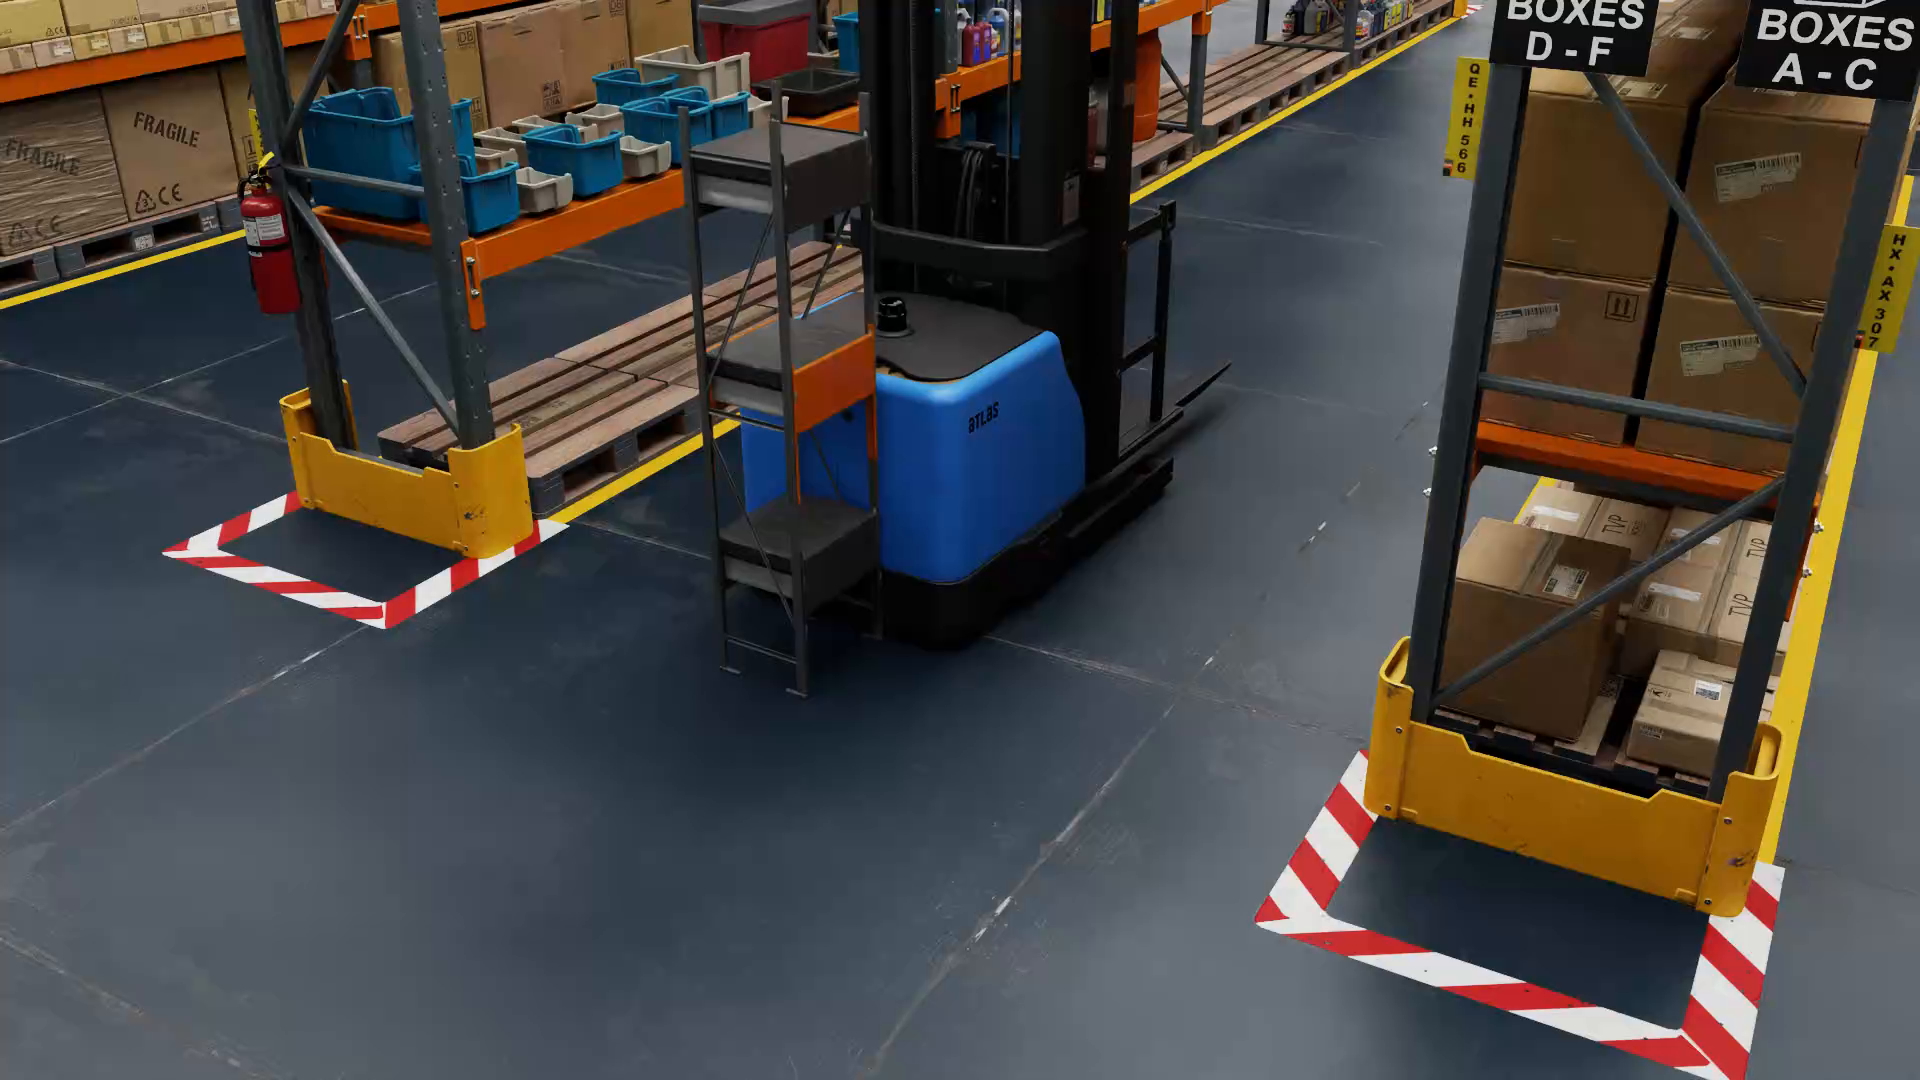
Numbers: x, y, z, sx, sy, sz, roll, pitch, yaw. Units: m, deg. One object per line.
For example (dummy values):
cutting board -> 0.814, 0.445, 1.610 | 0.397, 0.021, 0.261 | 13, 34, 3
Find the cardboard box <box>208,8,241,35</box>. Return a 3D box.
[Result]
cardboard box -> -5.033, -3.502, 11.175 | 0.380, 0.149, 0.250 | 15, 30, 27

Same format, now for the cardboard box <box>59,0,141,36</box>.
cardboard box -> -5.533, -3.344, 10.414 | 0.500, 0.250, 0.500 | 14, 30, 25

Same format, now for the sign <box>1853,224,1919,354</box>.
sign -> 2.339, -0.632, 4.194 | 0.100, 0.325, 0.005 | 14, 30, 26

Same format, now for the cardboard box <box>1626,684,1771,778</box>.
cardboard box -> 2.372, 0.627, 5.341 | 0.380, 0.149, 0.250 | 14, 30, 26

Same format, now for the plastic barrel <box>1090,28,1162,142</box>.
plastic barrel -> 1.265, -3.597, 13.040 | 0.600, 0.830, 0.708 | 14, 30, 26

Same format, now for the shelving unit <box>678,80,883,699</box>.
shelving unit -> -0.604, -0.499, 5.901 | 0.431, 2.100, 0.503 | 15, 30, 28

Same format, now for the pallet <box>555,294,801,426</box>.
pallet -> -1.404, -0.996, 9.003 | 1.003, 0.211, 1.213 | 14, 30, 26

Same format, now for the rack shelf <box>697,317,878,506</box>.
rack shelf -> -0.604, -0.487, 5.907 | 0.431, 0.518, 0.480 | 15, 30, 28

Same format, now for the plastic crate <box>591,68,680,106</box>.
plastic crate -> -1.657, -2.265, 8.544 | 0.416, 0.233, 0.300 | 14, 30, 26

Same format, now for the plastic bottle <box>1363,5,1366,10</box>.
plastic bottle -> 4.184, -5.416, 17.275 | 0.097, 0.271, 0.097 | 0, 27, 0

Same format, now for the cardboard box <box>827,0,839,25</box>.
cardboard box -> -1.700, -5.668, 17.523 | 0.700, 0.500, 0.500 | 12, 29, 22

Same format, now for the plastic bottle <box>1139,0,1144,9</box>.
plastic bottle -> 1.286, -3.982, 11.998 | 0.097, 0.271, 0.097 | 0, 27, 0

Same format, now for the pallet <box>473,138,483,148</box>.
pallet -> -4.475, -3.176, 13.359 | 1.003, 0.211, 1.213 | 14, 30, 26

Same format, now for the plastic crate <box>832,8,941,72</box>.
plastic crate -> -0.409, -2.778, 9.399 | 0.392, 0.384, 0.575 | 14, 30, 26

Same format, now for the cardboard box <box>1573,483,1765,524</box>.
cardboard box -> 2.914, -0.270, 6.736 | 0.797, 0.503, 0.637 | 14, 30, 26

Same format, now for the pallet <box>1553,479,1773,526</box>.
pallet -> 2.896, 0.069, 6.877 | 1.003, 0.211, 1.213 | 14, 30, 26

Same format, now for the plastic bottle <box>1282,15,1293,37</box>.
plastic bottle -> 3.366, -5.288, 17.098 | 0.097, 0.201, 0.097 | 0, 27, 0

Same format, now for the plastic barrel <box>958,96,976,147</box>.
plastic barrel -> -0.194, -2.473, 10.714 | 0.600, 0.901, 0.708 | 14, 30, 26

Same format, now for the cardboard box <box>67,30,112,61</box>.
cardboard box -> -5.539, -3.100, 10.372 | 0.380, 0.149, 0.250 | 13, 30, 25

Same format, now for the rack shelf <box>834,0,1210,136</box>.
rack shelf -> 0.507, -3.473, 11.640 | 1.077, 0.370, 4.000 | 14, 30, 26

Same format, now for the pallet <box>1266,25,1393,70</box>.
pallet -> 3.826, -5.138, 17.279 | 1.003, 0.211, 1.213 | 14, 30, 26

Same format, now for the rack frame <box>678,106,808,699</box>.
rack frame -> -0.732, -0.406, 5.716 | 0.400, 2.100, 0.015 | 15, 30, 28

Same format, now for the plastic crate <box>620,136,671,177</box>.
plastic crate -> -1.473, -1.760, 7.642 | 0.250, 0.136, 0.298 | 14, 30, 26

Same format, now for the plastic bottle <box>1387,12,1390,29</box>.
plastic bottle -> 4.470, -5.480, 17.481 | 0.097, 0.201, 0.097 | 0, 27, 0

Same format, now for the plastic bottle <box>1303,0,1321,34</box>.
plastic bottle -> 3.650, -5.428, 17.210 | 0.144, 0.351, 0.185 | 14, 30, 26

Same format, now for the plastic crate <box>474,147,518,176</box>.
plastic crate -> -2.201, -1.723, 7.568 | 0.396, 0.136, 0.243 | 14, 30, 26

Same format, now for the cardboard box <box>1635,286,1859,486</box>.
cardboard box -> 2.314, -0.524, 4.833 | 0.500, 0.500, 0.500 | 15, 30, 27

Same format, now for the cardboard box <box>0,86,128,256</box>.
cardboard box -> -6.064, -2.406, 10.610 | 0.875, 0.875, 0.875 | 14, 30, 26

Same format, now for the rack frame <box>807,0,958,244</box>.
rack frame -> -0.477, -3.015, 9.922 | 1.000, 3.000, 0.127 | 14, 30, 26

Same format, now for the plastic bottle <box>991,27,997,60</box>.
plastic bottle -> 0.182, -3.076, 10.266 | 0.097, 0.201, 0.097 | 0, 27, 0

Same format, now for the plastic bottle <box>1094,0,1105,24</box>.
plastic bottle -> 0.945, -3.701, 11.422 | 0.061, 0.283, 0.133 | 14, 30, 26

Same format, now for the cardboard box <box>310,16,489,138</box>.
cardboard box -> -4.491, -3.597, 12.990 | 1.225, 0.875, 0.875 | 14, 30, 26

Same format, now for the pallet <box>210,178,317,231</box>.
pallet -> -5.231, -2.580, 12.168 | 1.003, 0.211, 1.213 | 14, 30, 26

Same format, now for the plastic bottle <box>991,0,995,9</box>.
plastic bottle -> 0.196, -3.754, 11.542 | 0.097, 0.271, 0.097 | 0, 27, 0

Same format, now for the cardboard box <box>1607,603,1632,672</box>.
cardboard box -> 2.197, 0.302, 5.969 | 0.380, 0.166, 0.250 | 14, 30, 26

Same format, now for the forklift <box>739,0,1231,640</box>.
forklift -> 0.327, -1.548, 7.067 | 1.130, 2.935, 3.031 | 15, 30, 28

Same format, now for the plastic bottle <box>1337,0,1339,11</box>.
plastic bottle -> 4.136, -5.952, 18.331 | 0.061, 0.283, 0.133 | 15, 30, 27

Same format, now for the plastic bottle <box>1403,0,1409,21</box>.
plastic bottle -> 4.757, -5.766, 17.969 | 0.152, 0.276, 0.135 | 14, 30, 26

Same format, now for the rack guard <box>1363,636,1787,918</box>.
rack guard -> 1.904, 0.724, 5.245 | 1.175, 0.500, 0.348 | 14, 30, 26

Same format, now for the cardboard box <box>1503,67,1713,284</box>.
cardboard box -> 1.846, -1.090, 4.847 | 0.500, 0.500, 0.500 | 14, 30, 26

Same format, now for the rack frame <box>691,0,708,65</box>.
rack frame -> -2.821, -5.665, 15.215 | 1.000, 3.000, 0.127 | 14, 30, 26

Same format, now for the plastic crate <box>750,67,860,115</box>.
plastic crate -> -0.793, -2.424, 8.981 | 0.437, 0.125, 0.590 | 14, 30, 26

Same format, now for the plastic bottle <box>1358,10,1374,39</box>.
plastic bottle -> 4.133, -5.271, 16.981 | 0.152, 0.276, 0.135 | 15, 30, 28

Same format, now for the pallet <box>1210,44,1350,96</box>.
pallet -> 3.106, -4.571, 16.146 | 1.003, 0.211, 1.213 | 14, 30, 26
